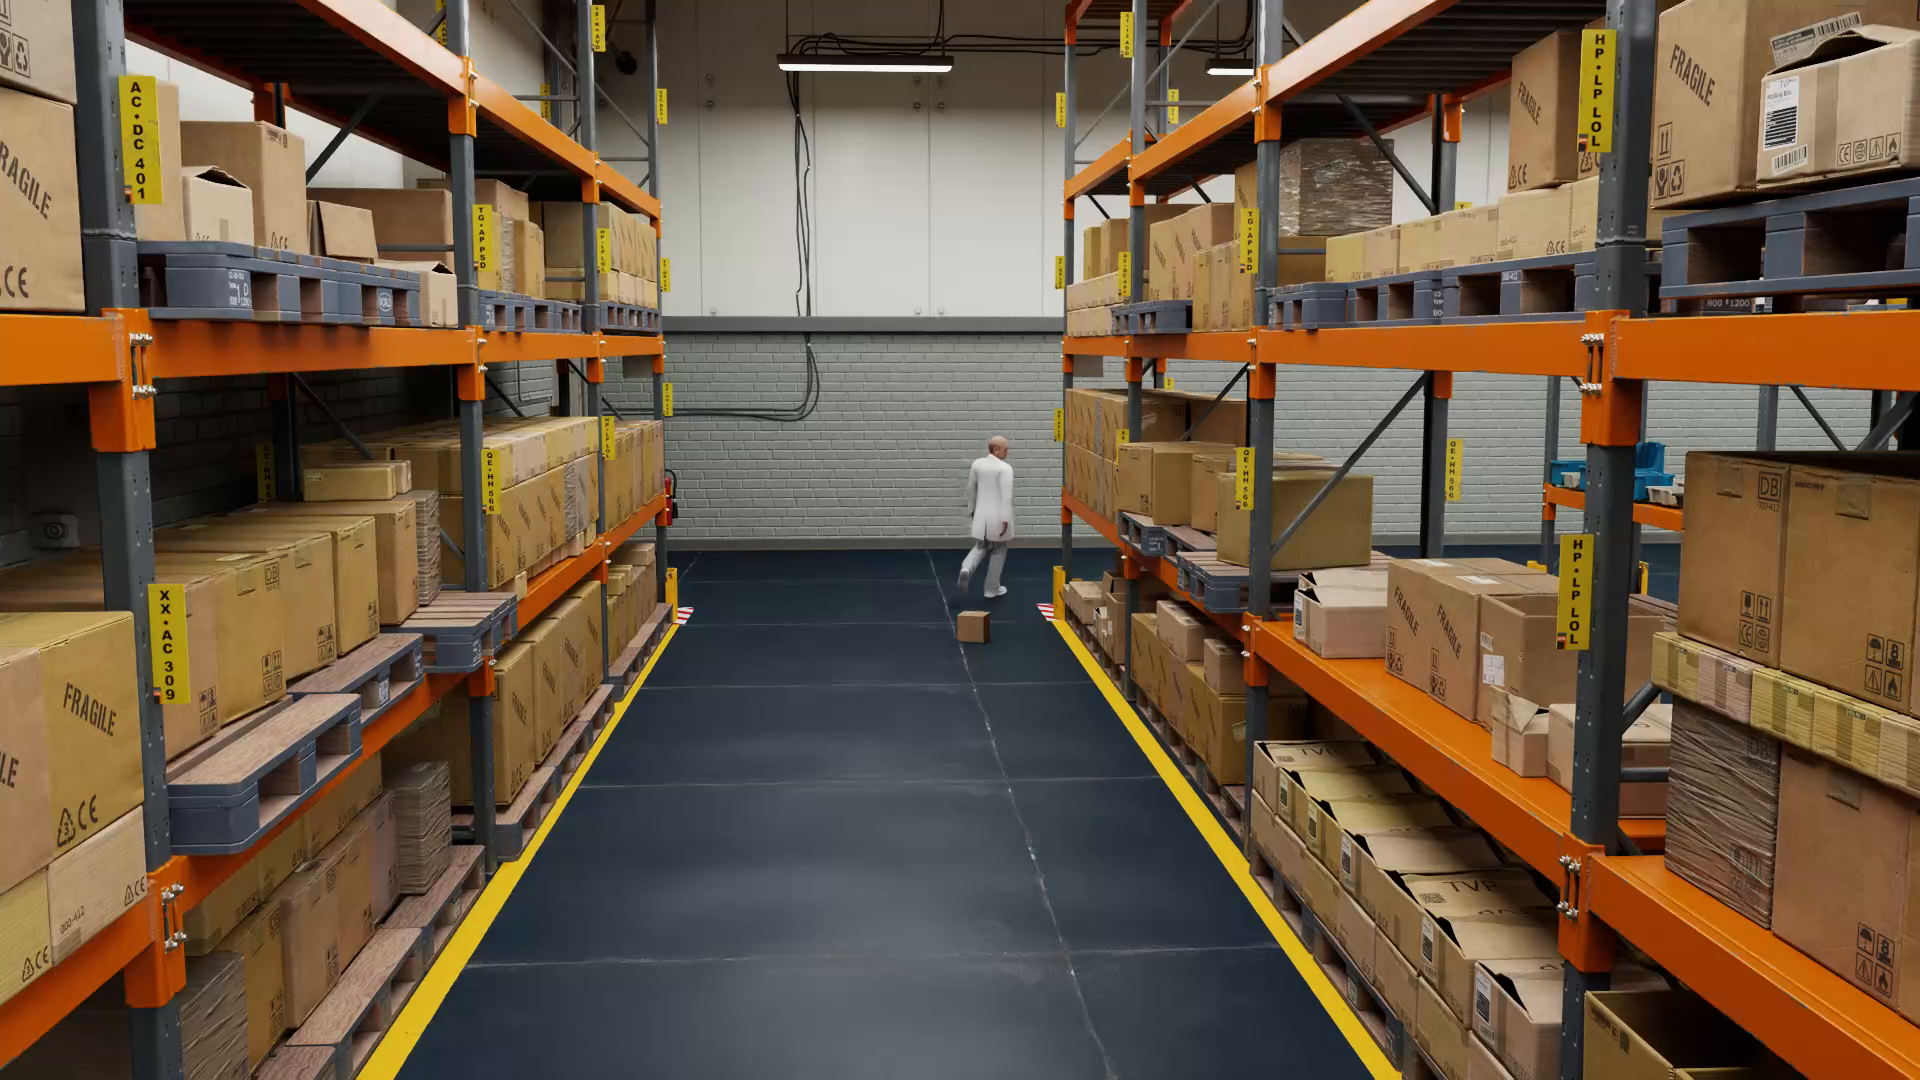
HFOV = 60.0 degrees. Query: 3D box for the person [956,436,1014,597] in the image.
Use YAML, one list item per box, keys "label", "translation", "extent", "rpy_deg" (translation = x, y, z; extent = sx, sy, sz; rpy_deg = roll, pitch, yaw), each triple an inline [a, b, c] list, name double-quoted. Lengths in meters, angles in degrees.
- label: "person"
  translation: [0.310, -0.242, 17.736]
  extent: [0.651, 1.748, 0.815]
  rpy_deg: [4, 8, 32]
